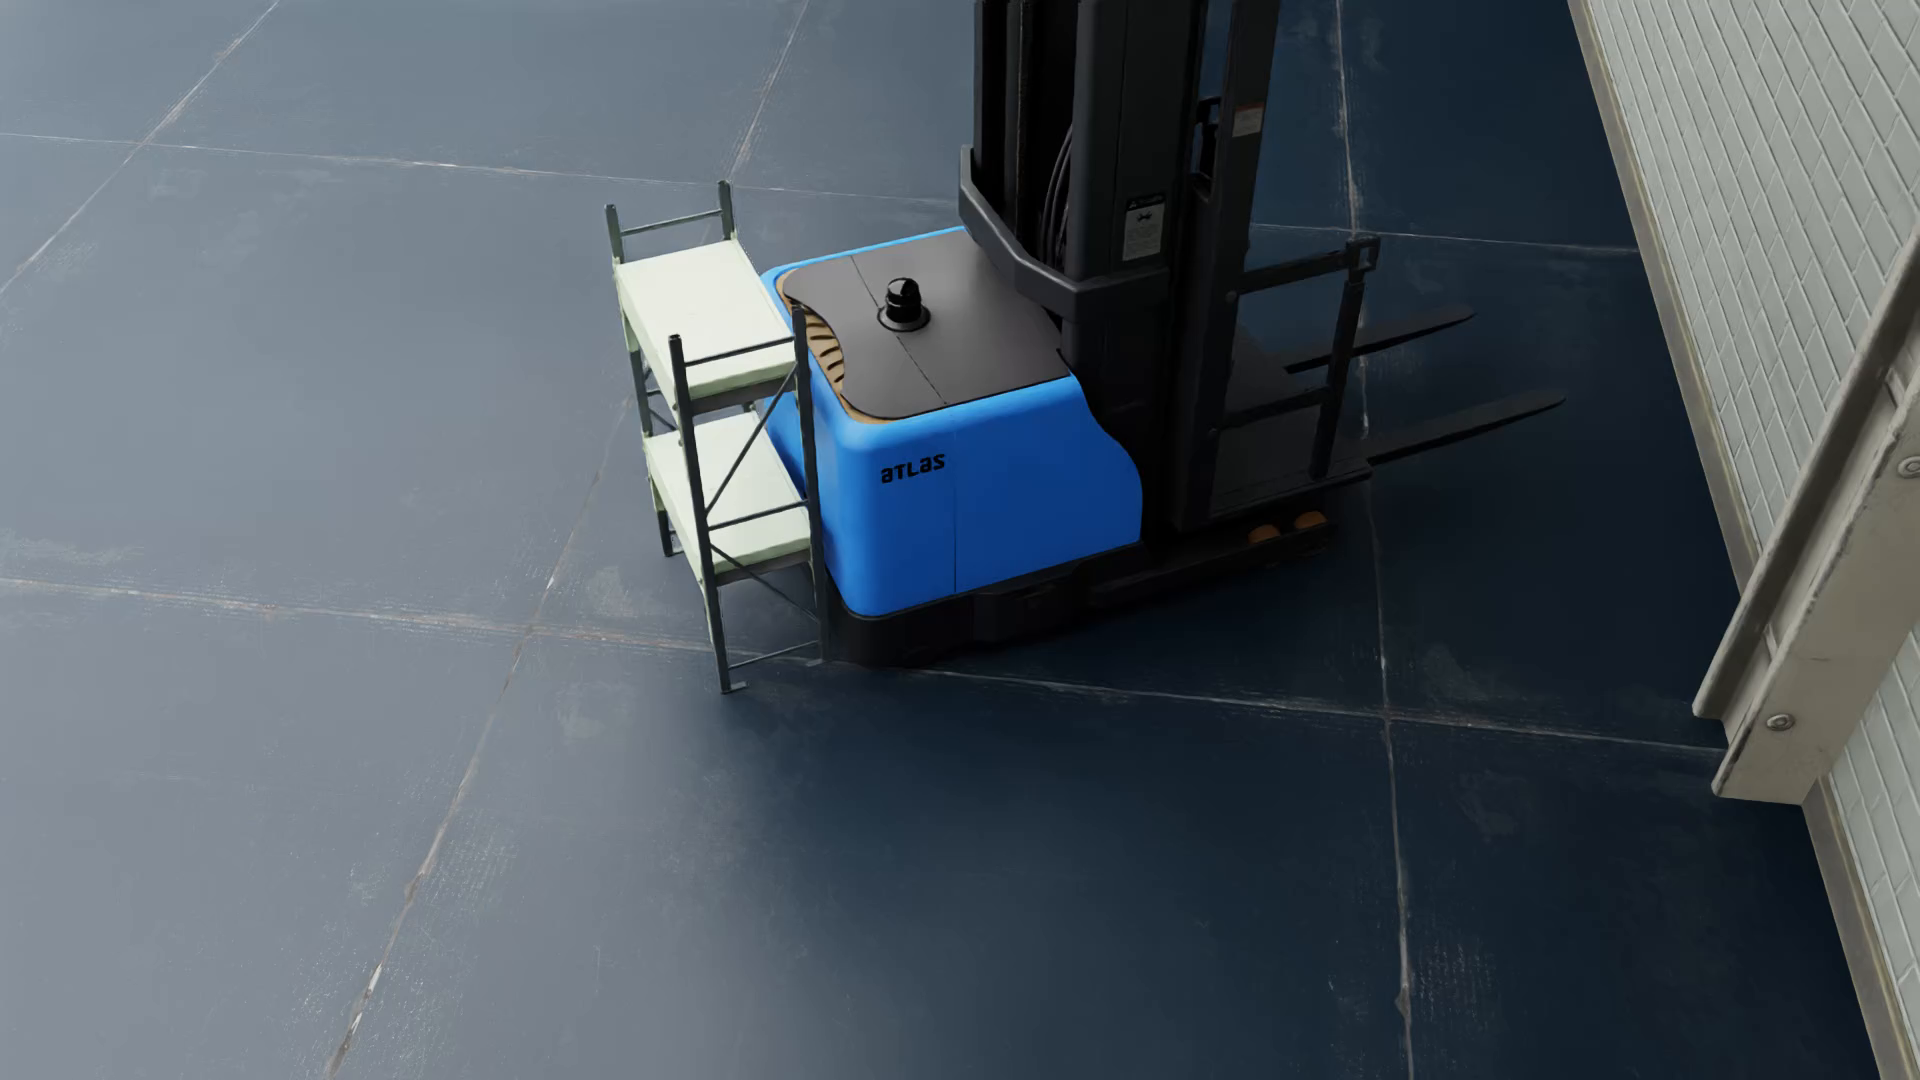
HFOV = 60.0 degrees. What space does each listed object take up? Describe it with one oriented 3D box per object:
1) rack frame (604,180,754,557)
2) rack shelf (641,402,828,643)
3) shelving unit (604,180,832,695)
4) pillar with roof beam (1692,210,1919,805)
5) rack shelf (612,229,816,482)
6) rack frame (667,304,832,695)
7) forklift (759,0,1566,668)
[{"bbox_3d":[-0.918,-0.539,5.729,0.400,1.500,0.023,-16,46,-16],"label":"rack frame"},{"bbox_3d":[-0.776,-0.071,5.708,0.431,0.370,0.720,-16,46,-16],"label":"rack shelf"},{"bbox_3d":[-0.776,-0.307,5.484,0.431,1.500,0.755,-16,46,-16],"label":"shelving unit"},{"bbox_3d":[-1.650,-2.952,2.823,9.100,9.000,0.400,5,44,6],"label":"pillar with roof beam"},{"bbox_3d":[-0.776,-0.591,5.215,0.431,0.370,0.720,-16,46,-16],"label":"rack shelf"},{"bbox_3d":[-0.634,-0.075,5.239,0.400,1.500,0.023,-16,46,-16],"label":"rack frame"},{"bbox_3d":[0.851,-1.278,5.468,3.031,2.935,1.130,-16,46,-16],"label":"forklift"}]
